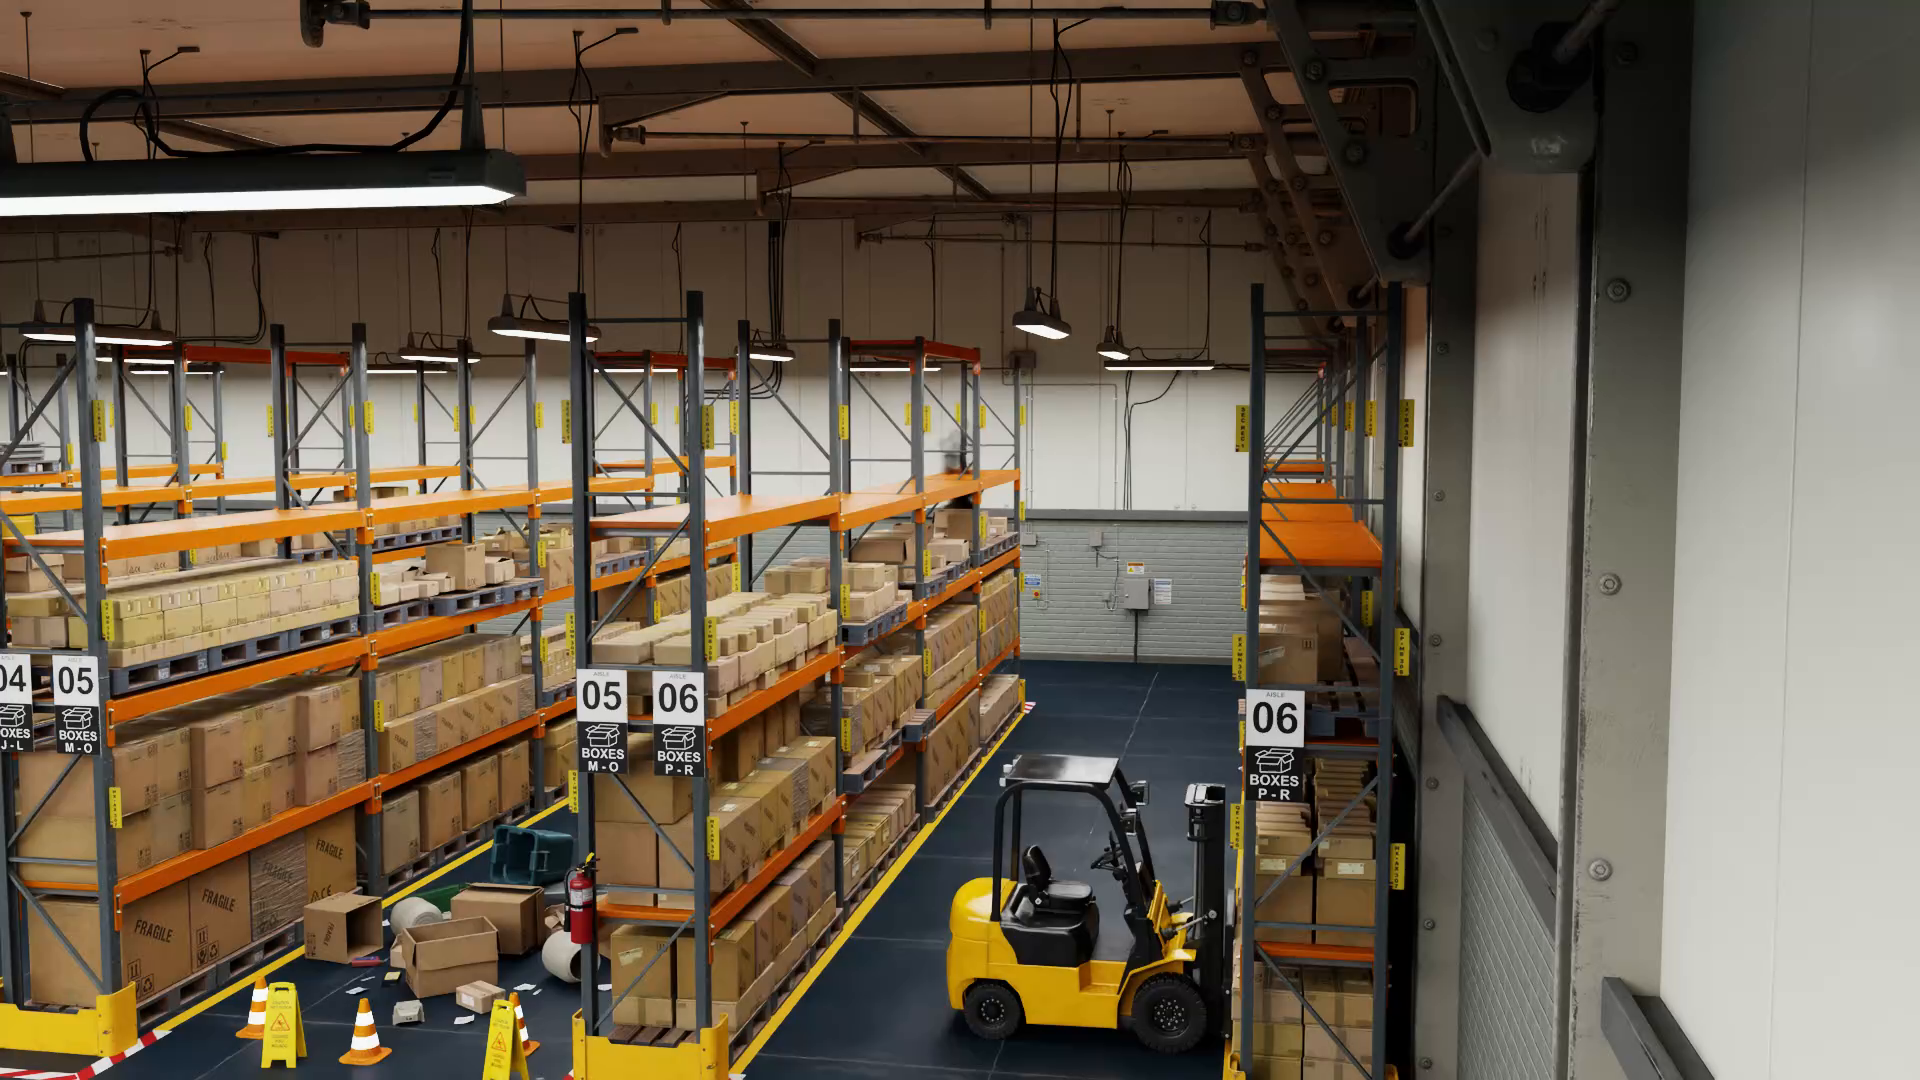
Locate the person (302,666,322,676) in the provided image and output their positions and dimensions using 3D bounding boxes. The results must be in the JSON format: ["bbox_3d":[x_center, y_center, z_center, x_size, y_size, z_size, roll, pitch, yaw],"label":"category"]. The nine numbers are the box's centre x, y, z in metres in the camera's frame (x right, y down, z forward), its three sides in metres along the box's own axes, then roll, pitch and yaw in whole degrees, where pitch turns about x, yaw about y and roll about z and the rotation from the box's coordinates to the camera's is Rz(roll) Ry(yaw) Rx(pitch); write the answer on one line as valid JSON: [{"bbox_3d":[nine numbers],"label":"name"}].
[{"bbox_3d":[-8.746,2.494,22.393,0.670,1.738,0.731,1,5,9],"label":"person"}]
